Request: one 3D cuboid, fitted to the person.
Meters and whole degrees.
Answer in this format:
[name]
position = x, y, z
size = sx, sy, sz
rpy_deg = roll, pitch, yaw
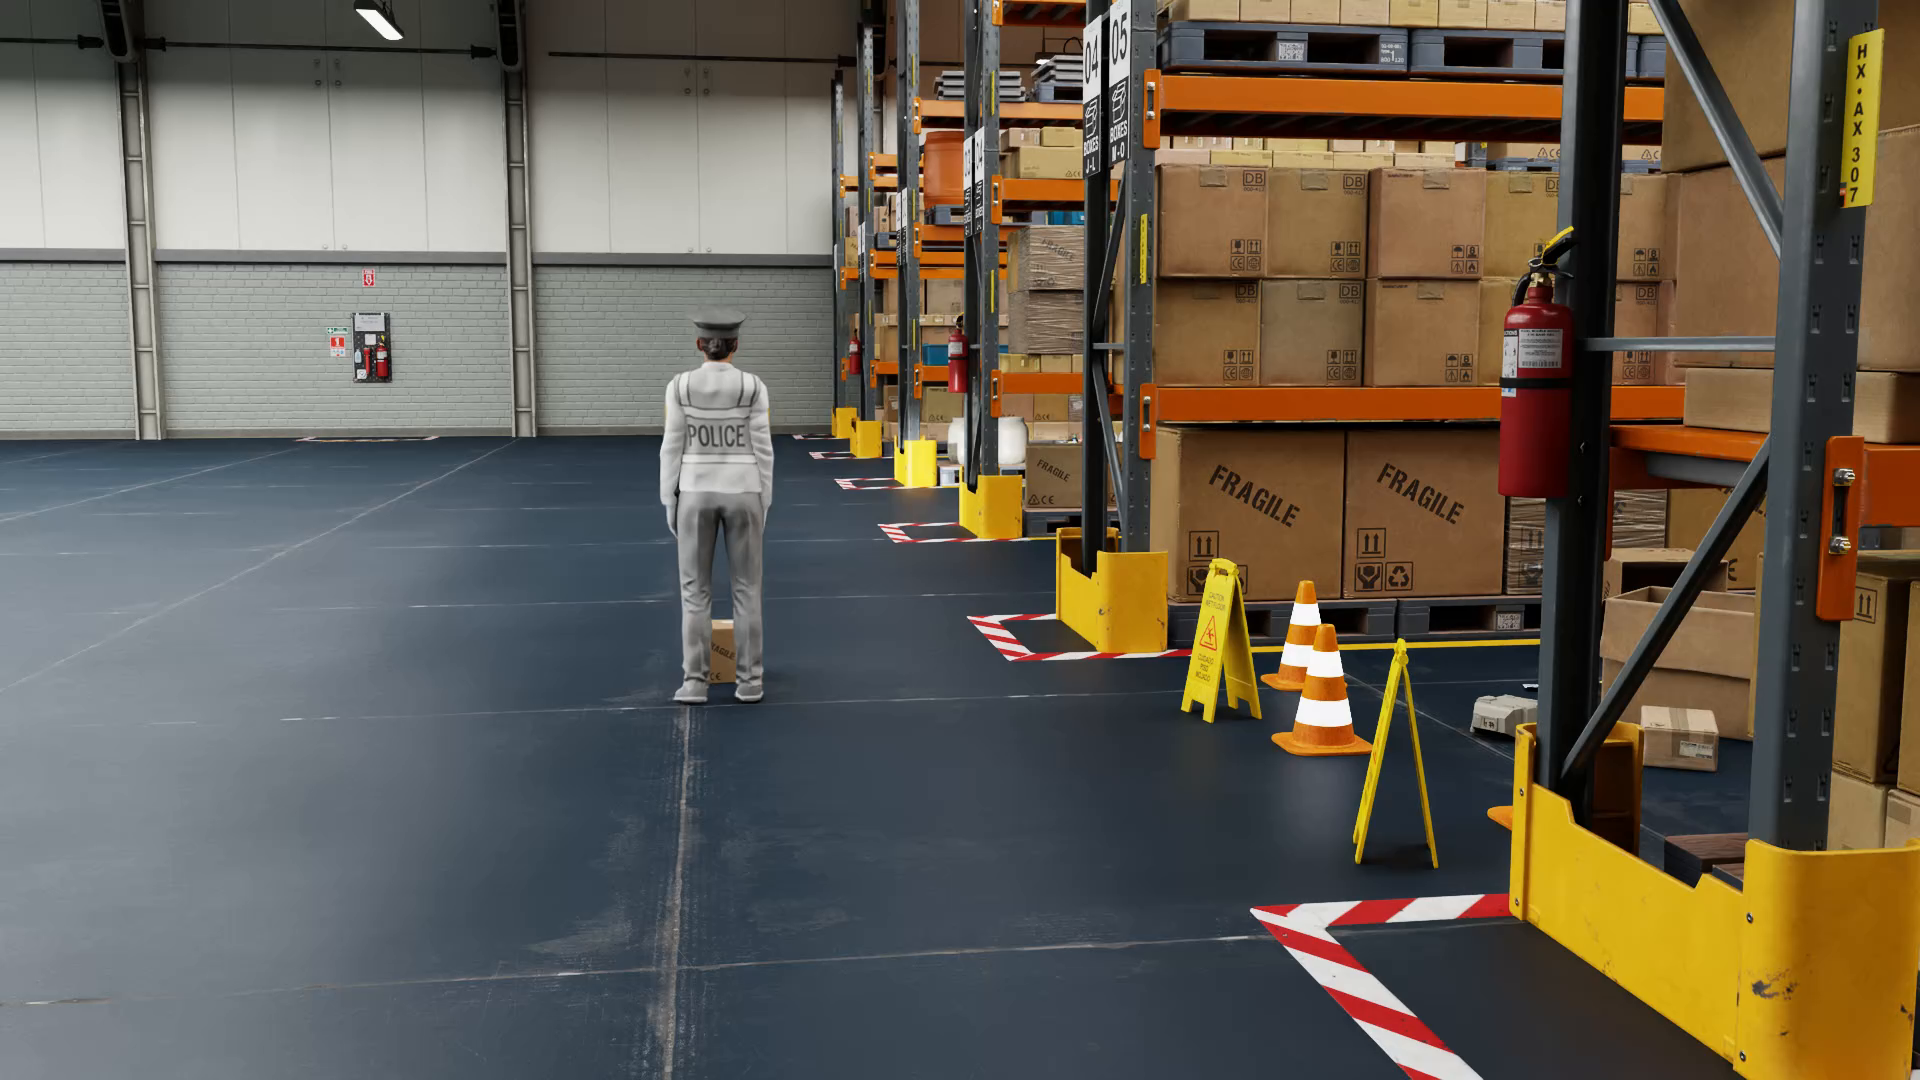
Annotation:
[person]
position = -1.027, -0.141, 7.049
size = 0.477, 1.694, 0.337
rpy_deg = -1, 7, -7
